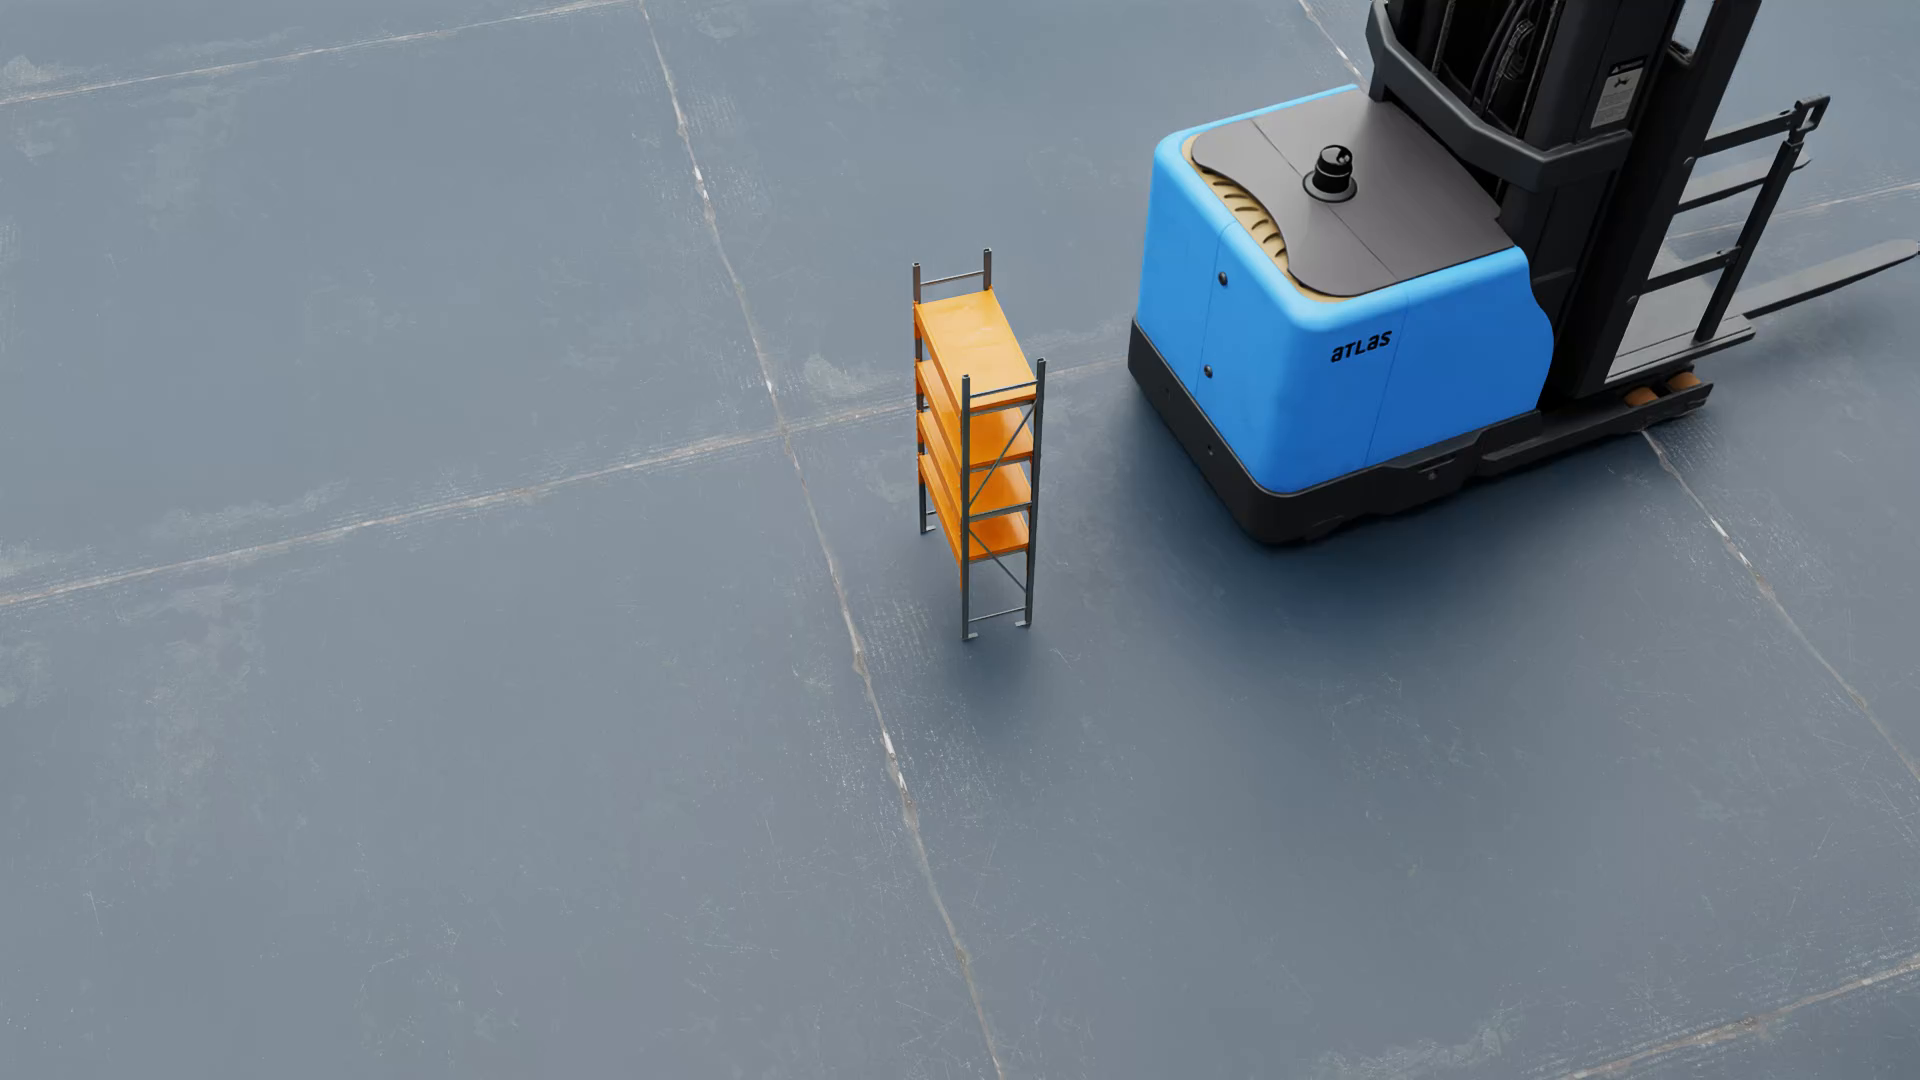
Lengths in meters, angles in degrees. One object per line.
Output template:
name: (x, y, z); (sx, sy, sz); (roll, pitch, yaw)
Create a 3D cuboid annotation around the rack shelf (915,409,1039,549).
rack shelf: (0.049, -0.222, 5.241); (0.258, 0.148, 0.480); (-13, 51, -11)

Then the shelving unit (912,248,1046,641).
shelving unit: (0.049, -0.266, 5.189); (0.258, 1.200, 0.503); (-13, 51, -11)

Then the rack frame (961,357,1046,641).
rack frame: (0.121, -0.088, 5.039); (0.240, 1.200, 0.015); (-13, 51, -11)

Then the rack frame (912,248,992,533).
rack frame: (-0.023, -0.444, 5.340); (0.240, 1.200, 0.015); (-13, 51, -11)

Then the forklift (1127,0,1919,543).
forklift: (2.189, -1.692, 5.260); (3.031, 2.935, 1.130); (-19, 52, -15)

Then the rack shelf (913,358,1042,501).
rack shelf: (0.049, -0.367, 5.070); (0.258, 0.148, 0.480); (-13, 51, -11)

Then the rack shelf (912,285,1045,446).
rack shelf: (0.049, -0.519, 4.889); (0.258, 0.148, 0.480); (-13, 51, -11)

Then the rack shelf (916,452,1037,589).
rack shelf: (0.049, -0.094, 5.393); (0.258, 0.148, 0.480); (-13, 51, -11)
